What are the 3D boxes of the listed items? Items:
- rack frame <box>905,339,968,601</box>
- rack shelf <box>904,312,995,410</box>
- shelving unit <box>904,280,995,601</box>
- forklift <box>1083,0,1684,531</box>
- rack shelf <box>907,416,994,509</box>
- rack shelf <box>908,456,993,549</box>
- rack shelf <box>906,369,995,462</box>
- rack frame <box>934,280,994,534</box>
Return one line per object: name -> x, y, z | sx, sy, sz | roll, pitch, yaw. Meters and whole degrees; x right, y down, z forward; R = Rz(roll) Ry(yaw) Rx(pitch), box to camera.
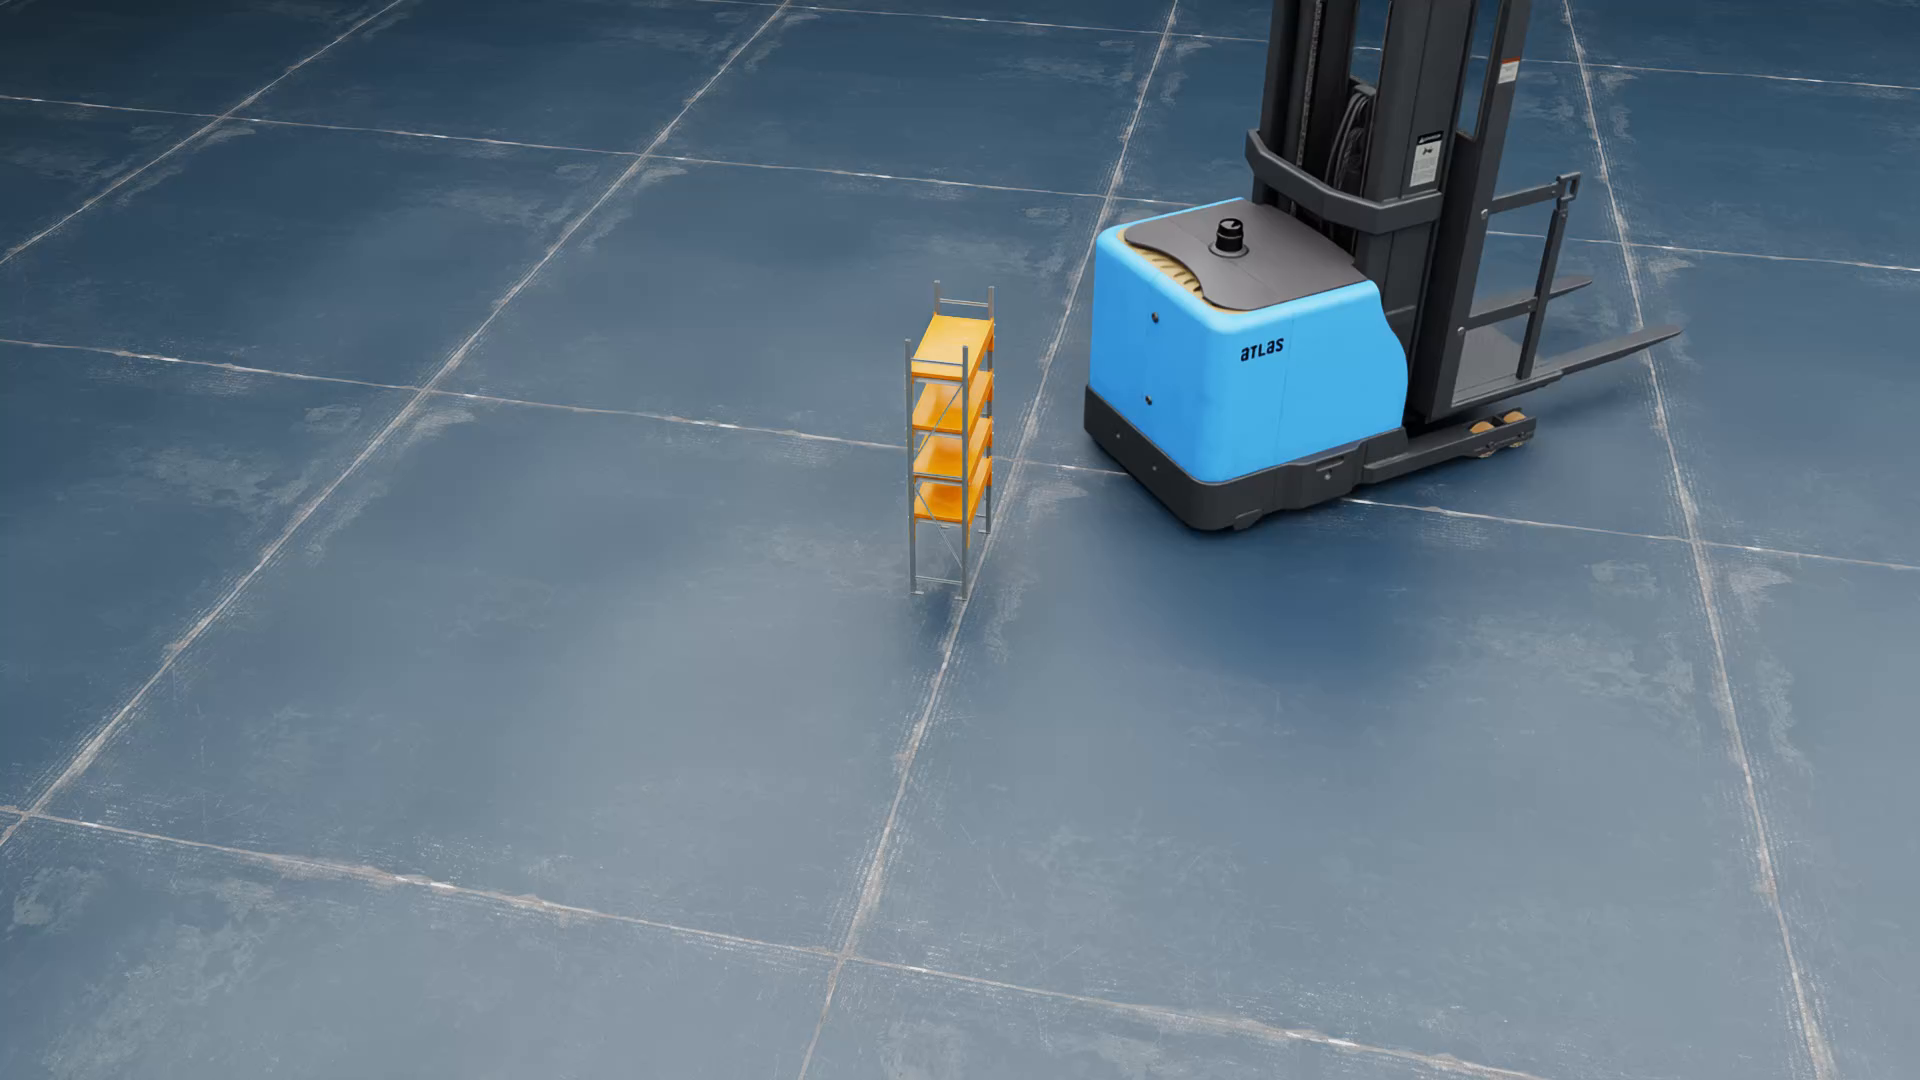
rack frame -> -0.087, -0.251, 6.574 | 0.240, 1.200, 0.015 | 7, 37, 10
rack shelf -> -0.035, -0.709, 6.536 | 0.258, 0.148, 0.480 | 7, 37, 10
shelving unit -> -0.035, -0.391, 6.767 | 0.258, 1.200, 0.503 | 7, 37, 10
forklift -> 2.133, -1.829, 7.276 | 3.031, 2.935, 1.130 | -17, 39, -22
rack shelf -> -0.035, -0.336, 6.806 | 0.258, 0.148, 0.480 | 7, 37, 10
rack shelf -> -0.035, -0.176, 6.923 | 0.258, 0.148, 0.480 | 7, 37, 10
rack shelf -> -0.035, -0.518, 6.675 | 0.258, 0.148, 0.480 | 7, 37, 10
rack frame -> 0.017, -0.531, 6.960 | 0.240, 1.200, 0.015 | 7, 37, 10
